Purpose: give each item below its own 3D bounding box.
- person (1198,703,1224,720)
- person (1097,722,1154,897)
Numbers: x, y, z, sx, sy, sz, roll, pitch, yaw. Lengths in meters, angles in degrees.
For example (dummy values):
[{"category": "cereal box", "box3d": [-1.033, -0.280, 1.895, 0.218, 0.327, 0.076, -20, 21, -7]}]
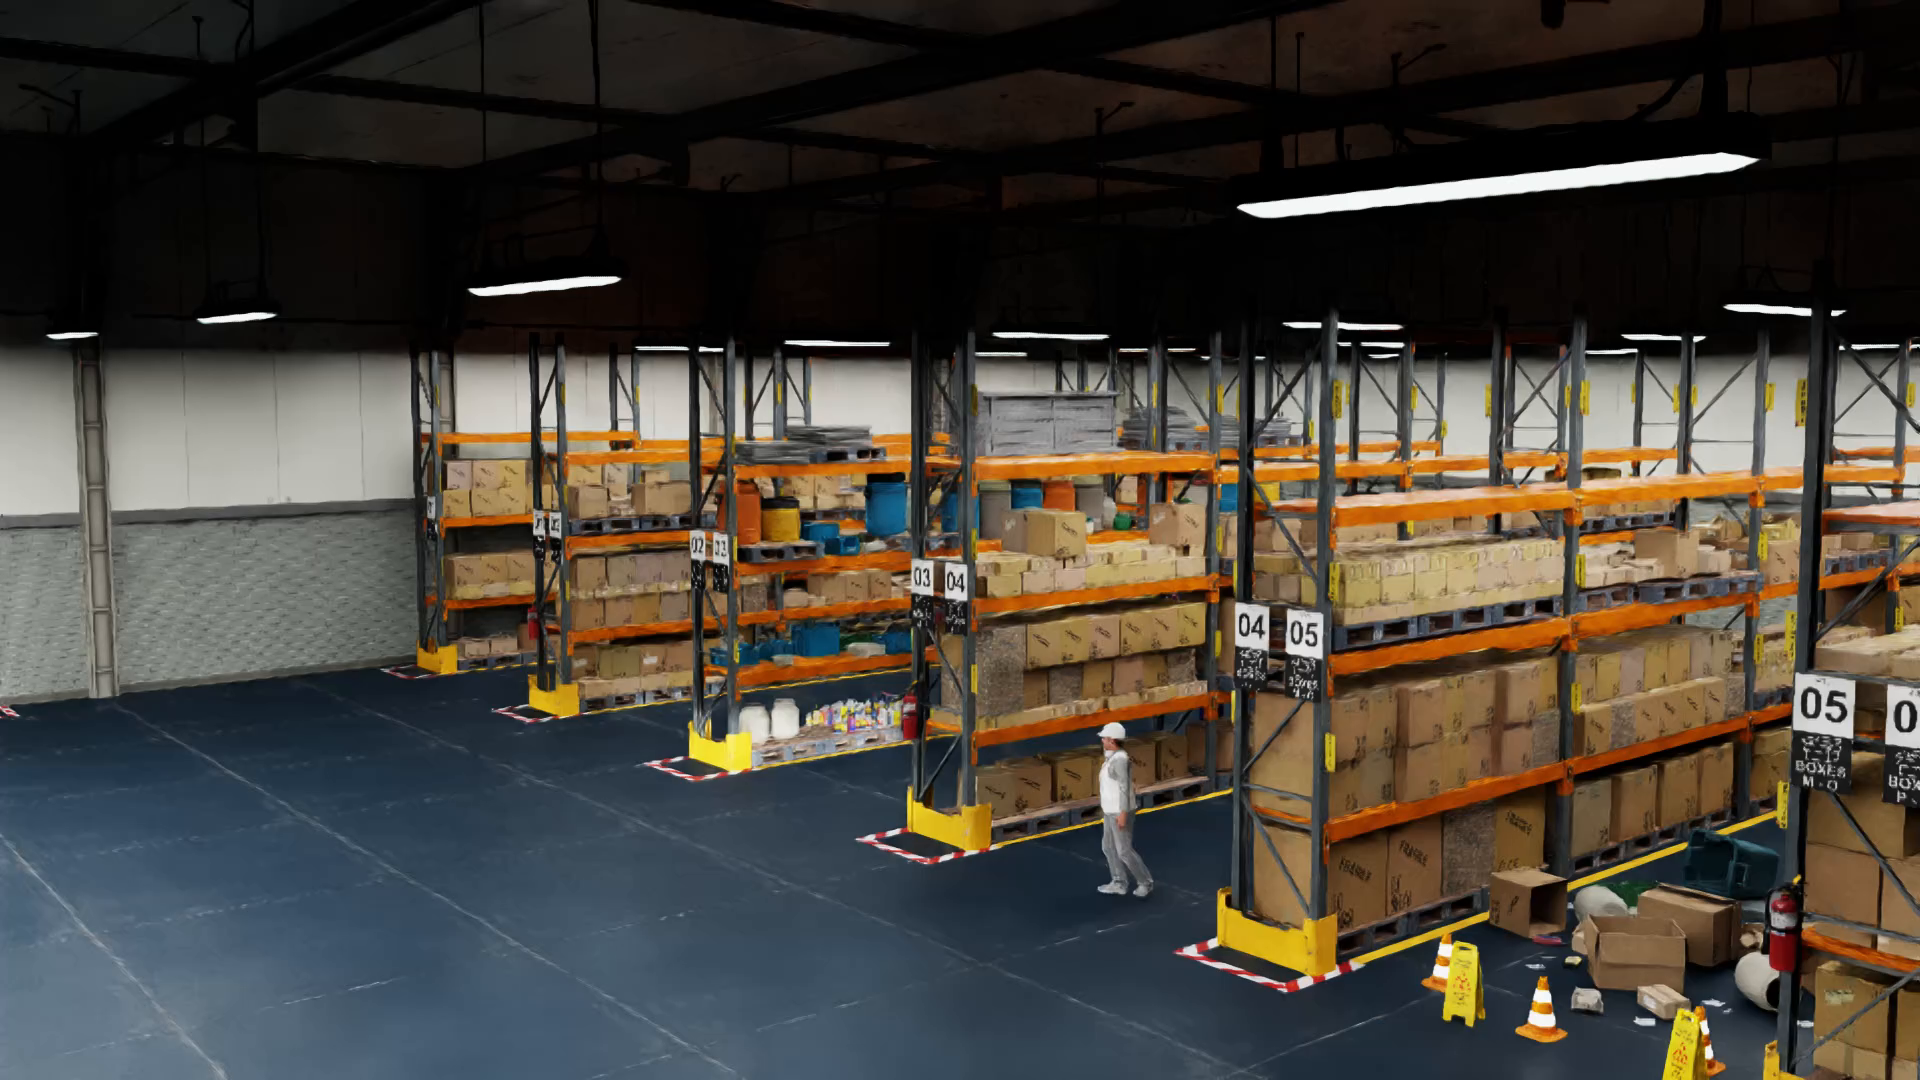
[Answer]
[{"category": "person", "box3d": [3.586, 2.128, 23.861, 0.611, 1.641, 0.565, -1, 5, -15]}, {"category": "person", "box3d": [1.680, 2.730, 16.899, 0.566, 1.760, 0.579, 0, 5, -3]}]
